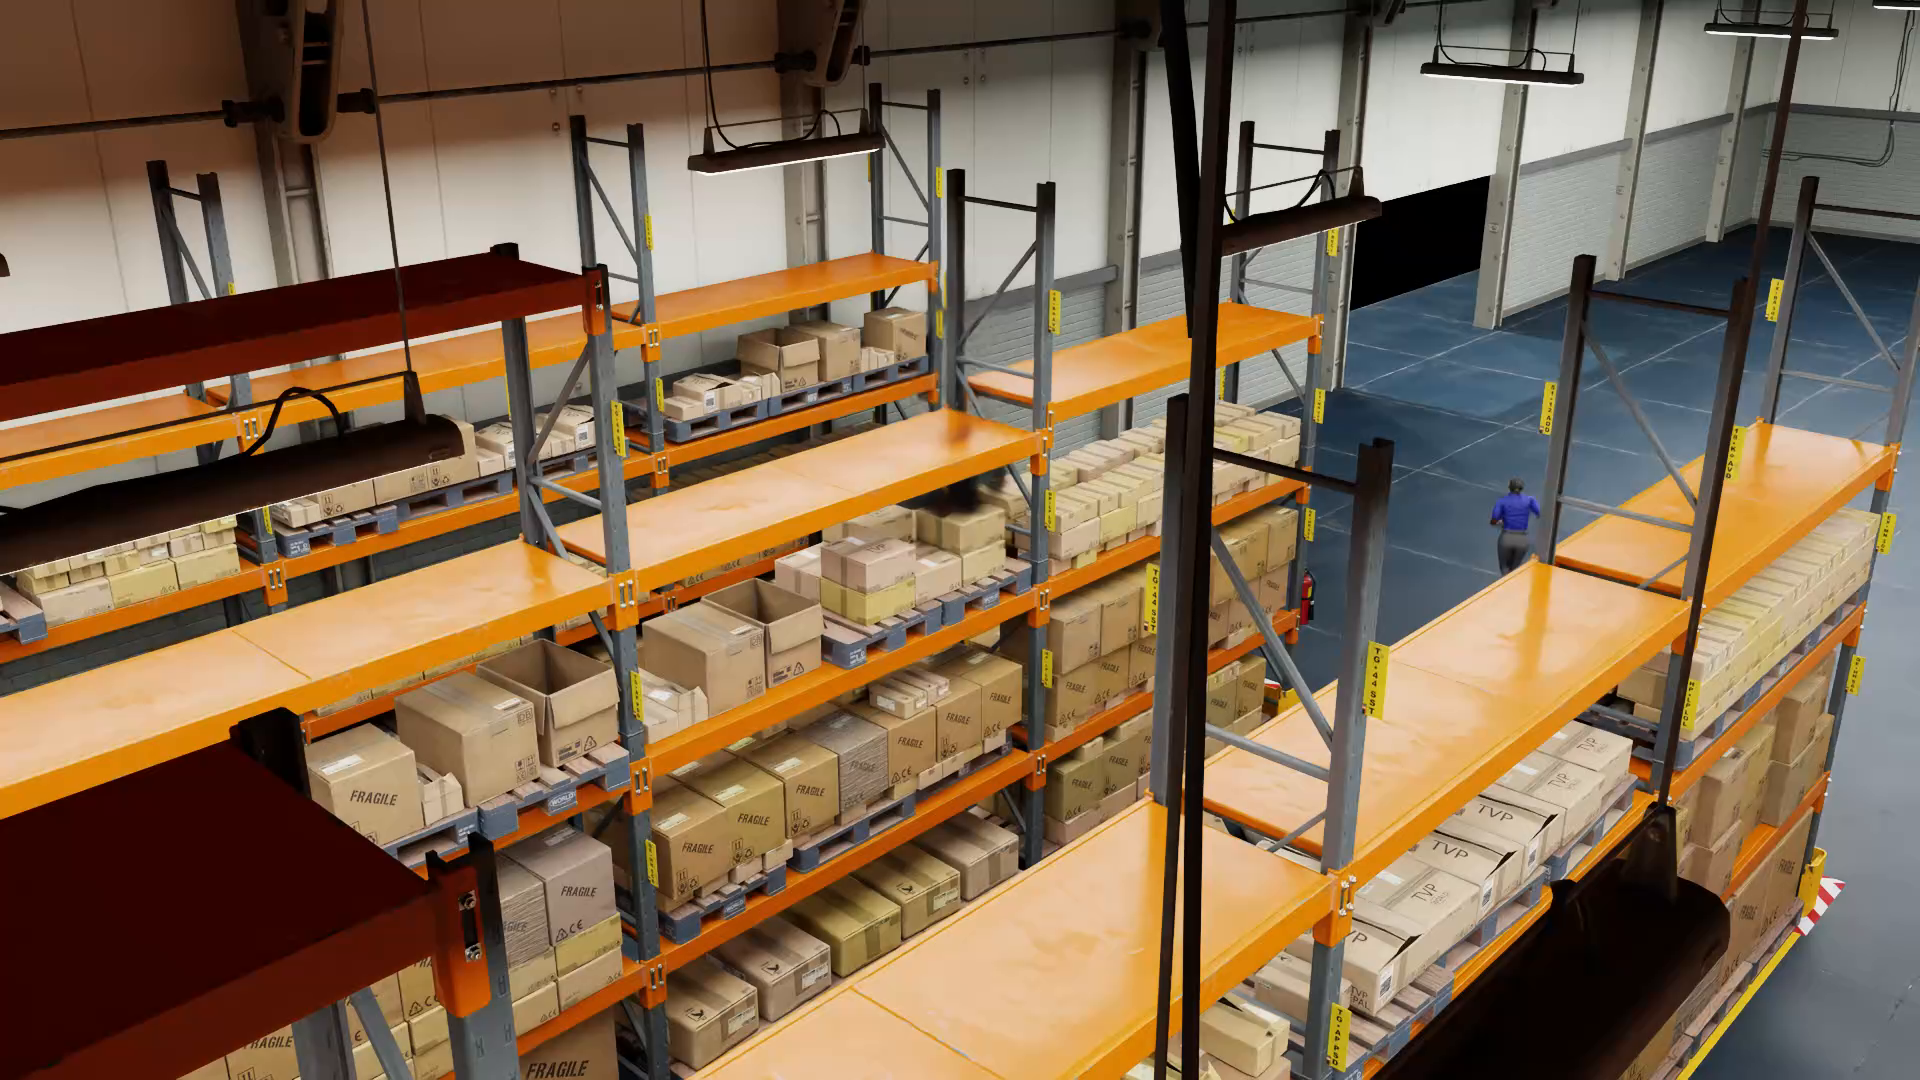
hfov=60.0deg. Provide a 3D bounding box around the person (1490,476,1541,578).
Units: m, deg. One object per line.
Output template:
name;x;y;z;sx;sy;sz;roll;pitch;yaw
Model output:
person;6.617;0.012;19.828;0.615;1.606;0.642;3;21;8
